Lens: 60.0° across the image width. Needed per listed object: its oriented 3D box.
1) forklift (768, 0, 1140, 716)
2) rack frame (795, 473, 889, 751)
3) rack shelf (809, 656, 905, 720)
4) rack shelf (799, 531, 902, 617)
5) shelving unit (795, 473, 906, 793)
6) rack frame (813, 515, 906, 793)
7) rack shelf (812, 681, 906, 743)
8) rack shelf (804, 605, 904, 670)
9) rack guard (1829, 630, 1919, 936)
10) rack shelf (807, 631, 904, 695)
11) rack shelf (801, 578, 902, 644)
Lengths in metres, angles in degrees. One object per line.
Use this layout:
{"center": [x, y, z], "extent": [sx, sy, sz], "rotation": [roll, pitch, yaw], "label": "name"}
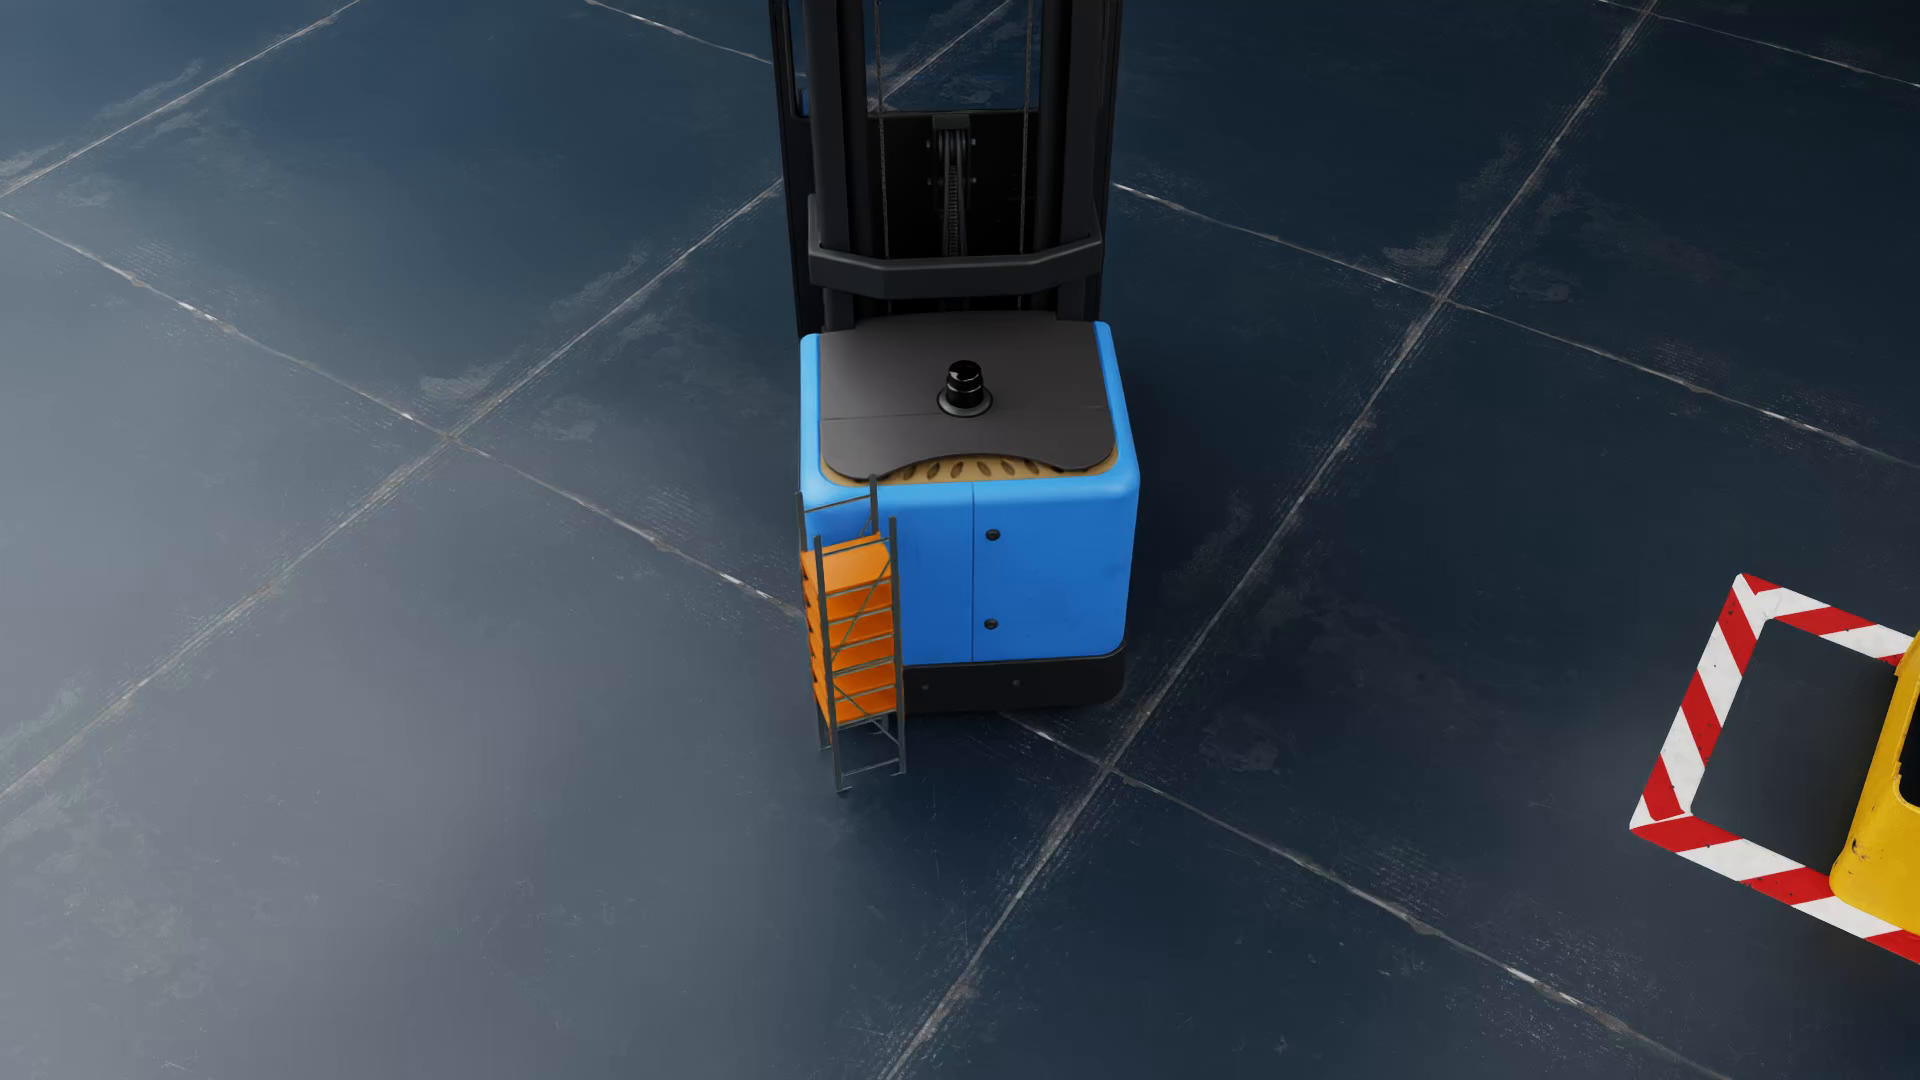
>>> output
{"center": [-0.061, -1.481, 5.645], "extent": [1.130, 2.935, 3.031], "rotation": [-3, 46, -3], "label": "forklift"}
{"center": [-0.354, 0.257, 5.164], "extent": [0.240, 1.200, 0.006], "rotation": [-14, 48, -14], "label": "rack frame"}
{"center": [-0.323, 0.433, 5.222], "extent": [0.258, 0.103, 0.180], "rotation": [-14, 48, -14], "label": "rack shelf"}
{"center": [-0.323, 0.098, 4.878], "extent": [0.258, 0.103, 0.180], "rotation": [-14, 48, -14], "label": "rack shelf"}
{"center": [-0.323, 0.318, 5.104], "extent": [0.258, 1.200, 0.189], "rotation": [-14, 48, -14], "label": "shelving unit"}
{"center": [-0.292, 0.380, 5.044], "extent": [0.240, 1.200, 0.006], "rotation": [-14, 48, -14], "label": "rack frame"}
{"center": [-0.323, 0.516, 5.308], "extent": [0.258, 0.103, 0.180], "rotation": [-14, 48, -14], "label": "rack shelf"}
{"center": [-0.323, 0.266, 5.050], "extent": [0.258, 0.103, 0.180], "rotation": [-14, 48, -14], "label": "rack shelf"}
{"center": [3.154, 0.641, 5.279], "extent": [0.348, 0.500, 1.175], "rotation": [25, 51, 22], "label": "rack guard"}
{"center": [-0.323, 0.349, 5.136], "extent": [0.258, 0.103, 0.180], "rotation": [-14, 48, -14], "label": "rack shelf"}
{"center": [-0.323, 0.182, 4.964], "extent": [0.258, 0.103, 0.180], "rotation": [-14, 48, -14], "label": "rack shelf"}
